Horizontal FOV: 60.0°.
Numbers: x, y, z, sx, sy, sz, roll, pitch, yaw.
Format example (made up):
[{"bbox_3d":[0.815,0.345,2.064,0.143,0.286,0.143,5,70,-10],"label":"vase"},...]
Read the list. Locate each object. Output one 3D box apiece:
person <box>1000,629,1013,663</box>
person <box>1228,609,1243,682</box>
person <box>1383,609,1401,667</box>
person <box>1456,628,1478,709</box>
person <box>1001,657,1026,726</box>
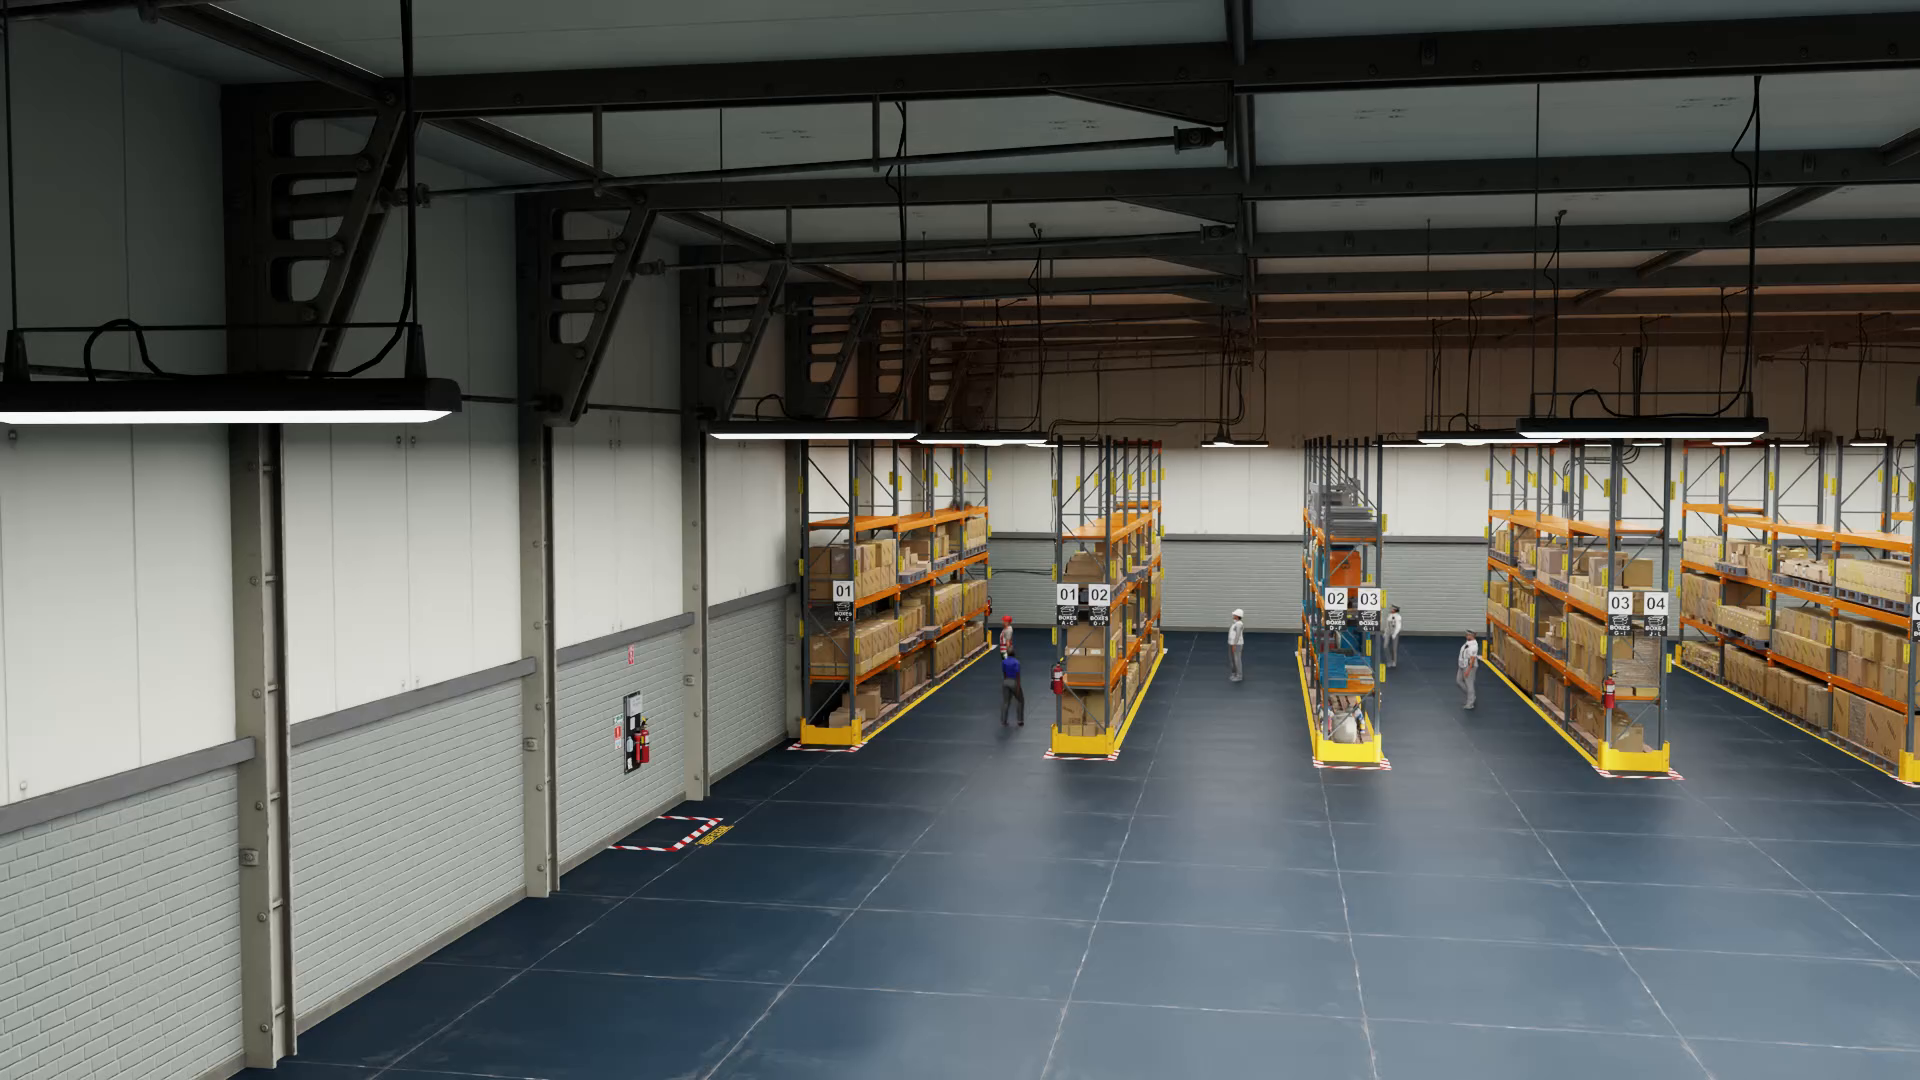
[{"bbox_3d":[1.138,2.800,39.530,0.354,1.424,0.667,0,3,-3],"label":"person"},{"bbox_3d":[6.835,2.603,41.299,0.381,1.778,0.468,-1,3,-16],"label":"person"},{"bbox_3d":[11.354,2.554,43.892,0.521,1.702,0.563,2,4,35],"label":"person"},{"bbox_3d":[11.321,2.847,36.980,0.469,1.775,0.626,0,3,-6],"label":"person"},{"bbox_3d":[1.104,3.165,34.470,0.452,1.510,0.628,3,4,40],"label":"person"}]
